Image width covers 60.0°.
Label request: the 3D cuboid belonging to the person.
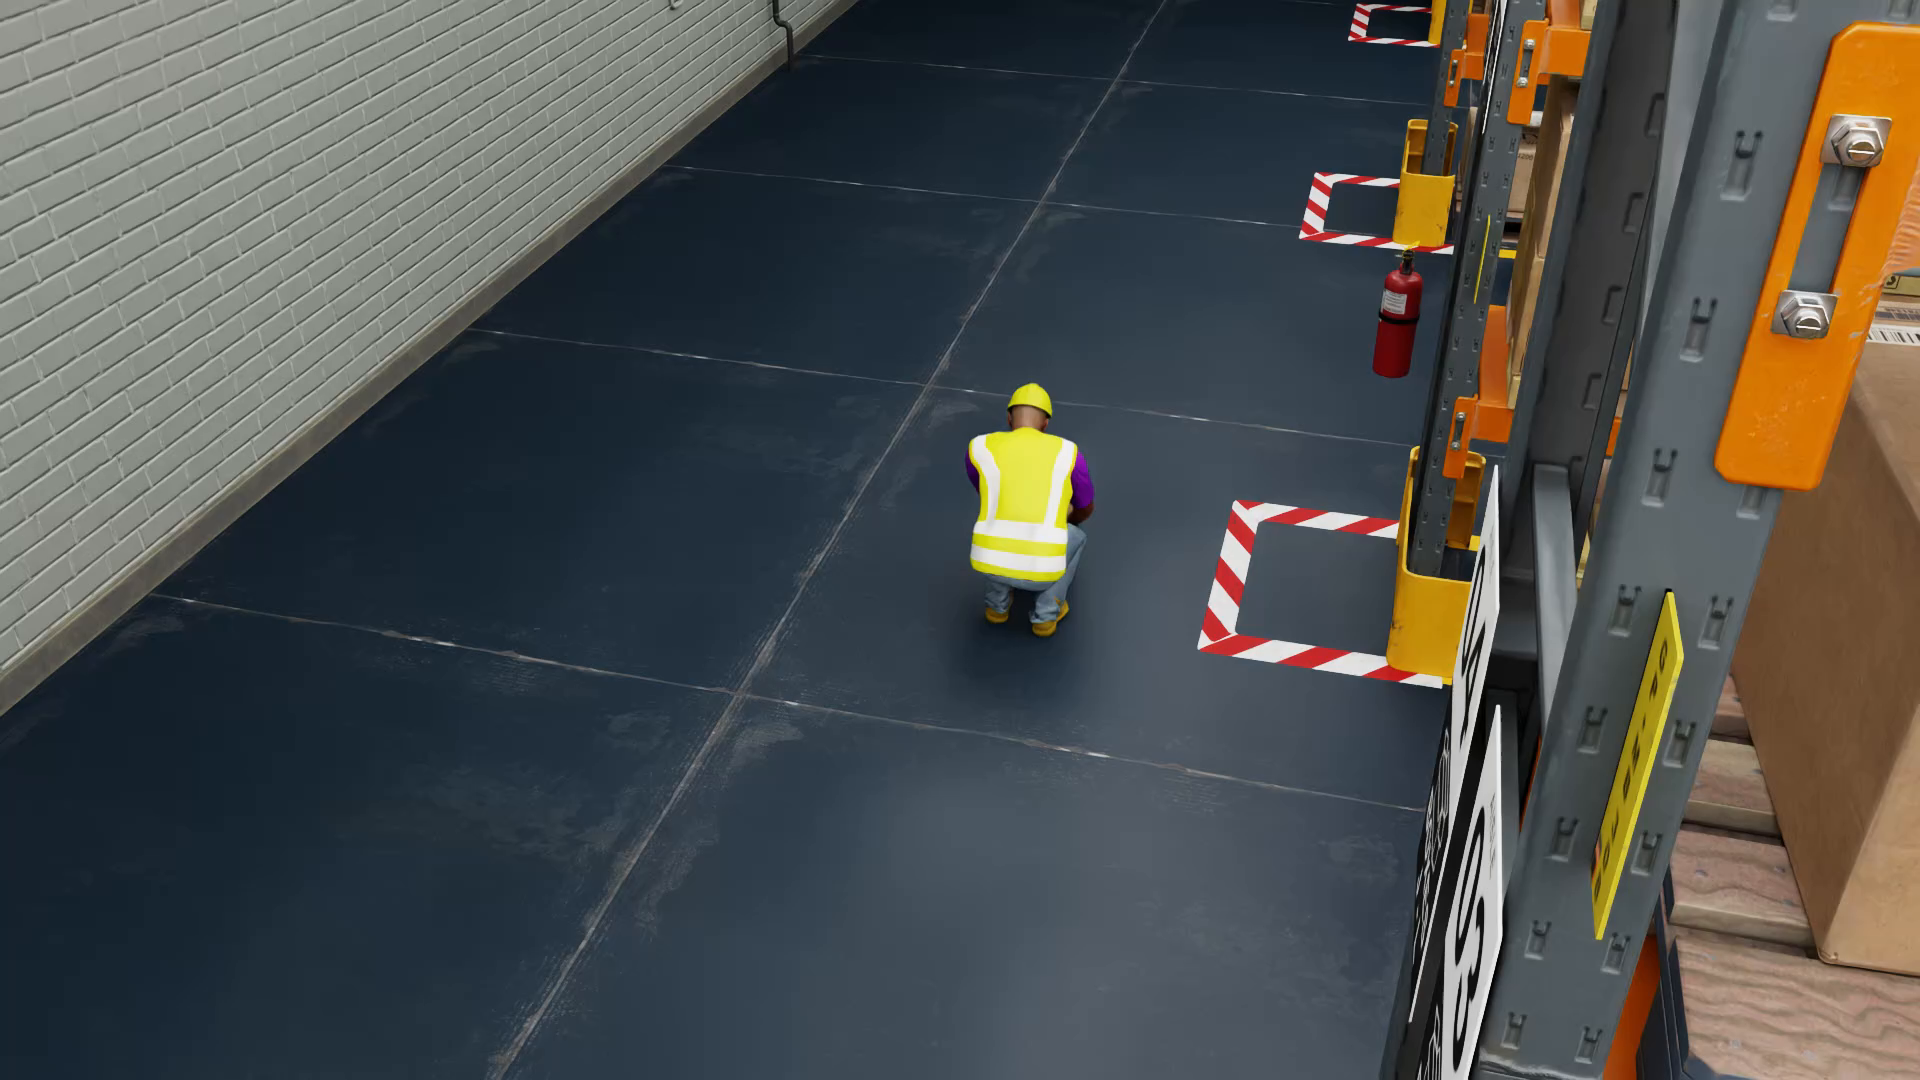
[{"bbox_3d":[0.297,-0.131,7.571,0.585,0.967,0.874,8,34,12],"label":"person"}]
